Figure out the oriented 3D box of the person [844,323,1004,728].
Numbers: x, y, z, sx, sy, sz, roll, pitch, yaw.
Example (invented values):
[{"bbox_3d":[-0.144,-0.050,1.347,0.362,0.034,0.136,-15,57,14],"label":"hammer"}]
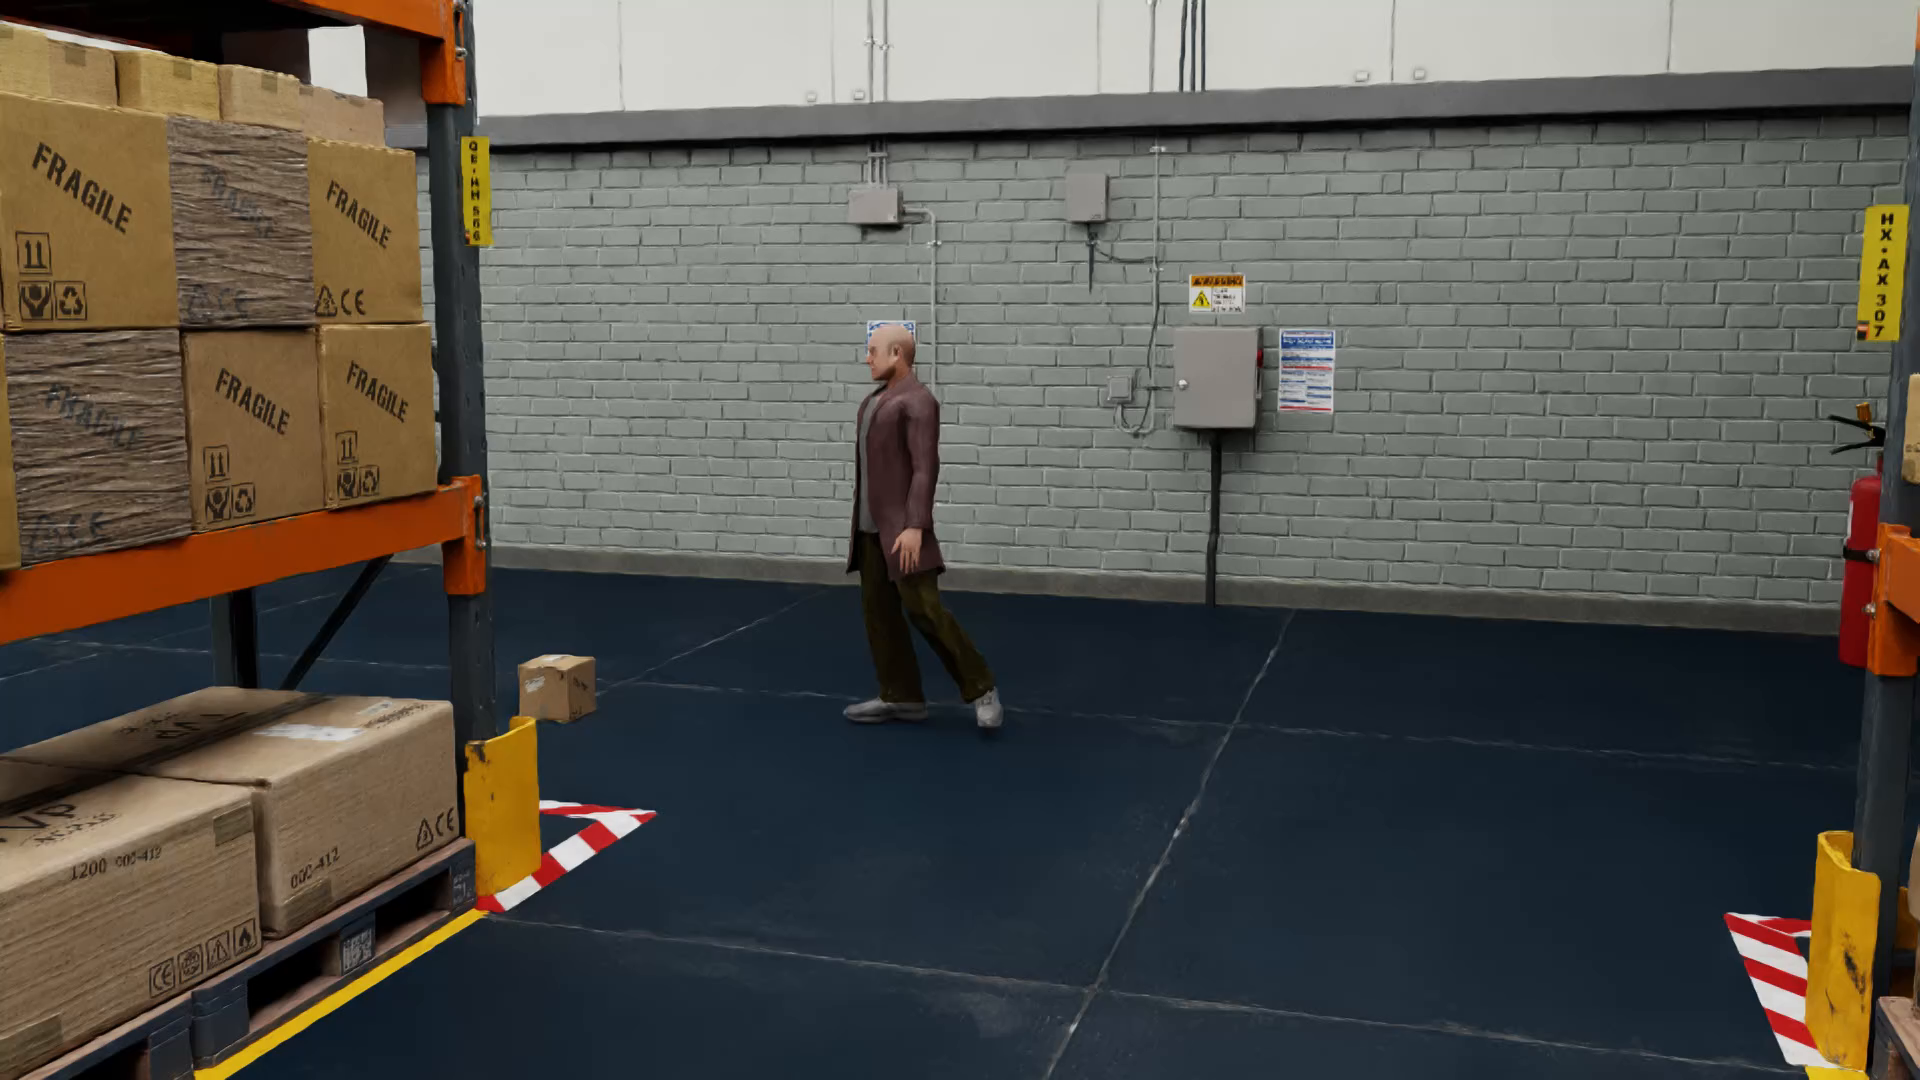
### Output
[{"bbox_3d":[-0.154,-0.054,7.261,0.579,1.768,0.823,-5,9,-30],"label":"person"}]
